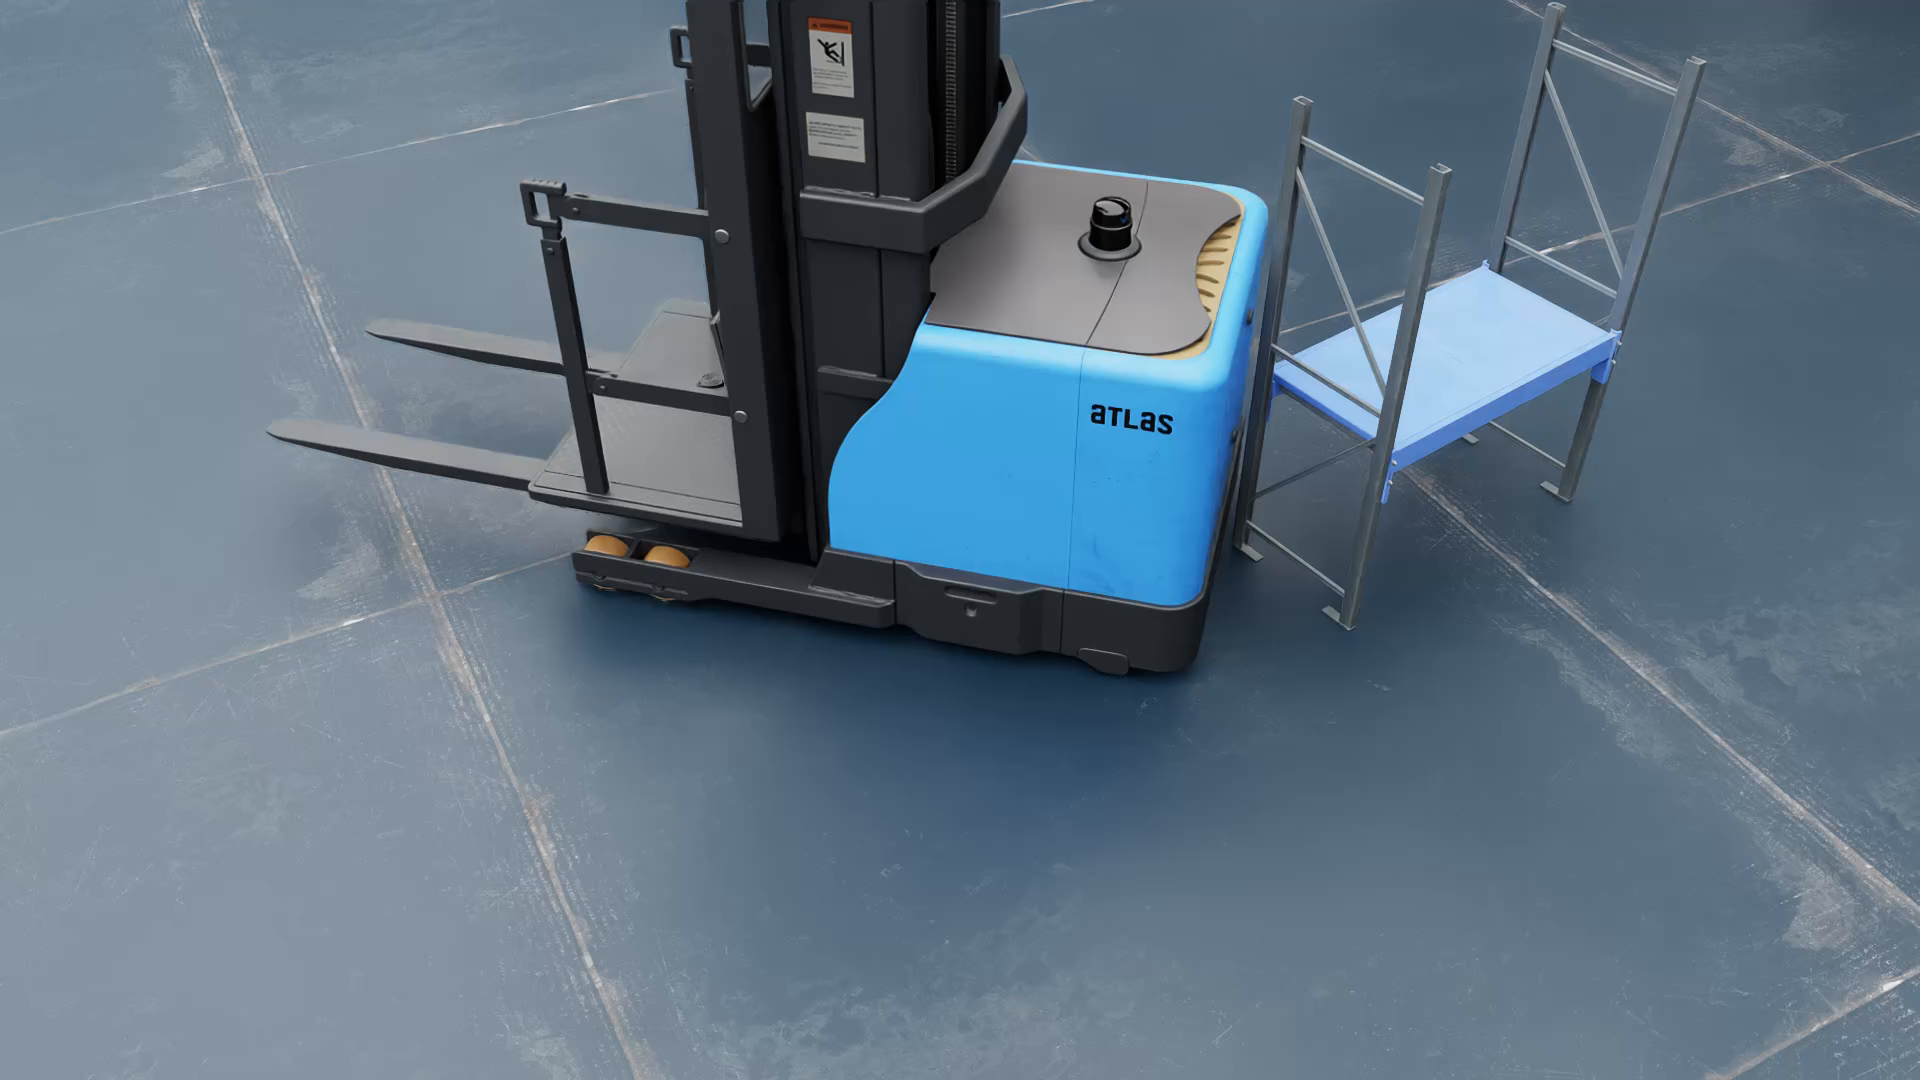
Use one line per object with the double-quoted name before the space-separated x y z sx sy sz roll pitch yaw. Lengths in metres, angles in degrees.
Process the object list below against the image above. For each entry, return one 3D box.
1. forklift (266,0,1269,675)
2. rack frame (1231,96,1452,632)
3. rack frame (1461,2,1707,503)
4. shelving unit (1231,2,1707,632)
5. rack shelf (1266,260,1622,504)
"forklift" -0.675 -1.254 4.463 3.031 2.935 1.130 10 41 11
"rack frame" 1.015 -0.435 4.604 0.032 1.500 0.500 -26 47 -27
"rack frame" 1.831 -0.827 5.066 0.032 1.500 0.500 -26 47 -27
"shelving unit" 1.423 -0.631 4.835 1.048 1.500 0.538 -26 47 -27
"rack shelf" 1.423 -0.494 4.951 1.000 0.185 0.538 -26 47 -27
